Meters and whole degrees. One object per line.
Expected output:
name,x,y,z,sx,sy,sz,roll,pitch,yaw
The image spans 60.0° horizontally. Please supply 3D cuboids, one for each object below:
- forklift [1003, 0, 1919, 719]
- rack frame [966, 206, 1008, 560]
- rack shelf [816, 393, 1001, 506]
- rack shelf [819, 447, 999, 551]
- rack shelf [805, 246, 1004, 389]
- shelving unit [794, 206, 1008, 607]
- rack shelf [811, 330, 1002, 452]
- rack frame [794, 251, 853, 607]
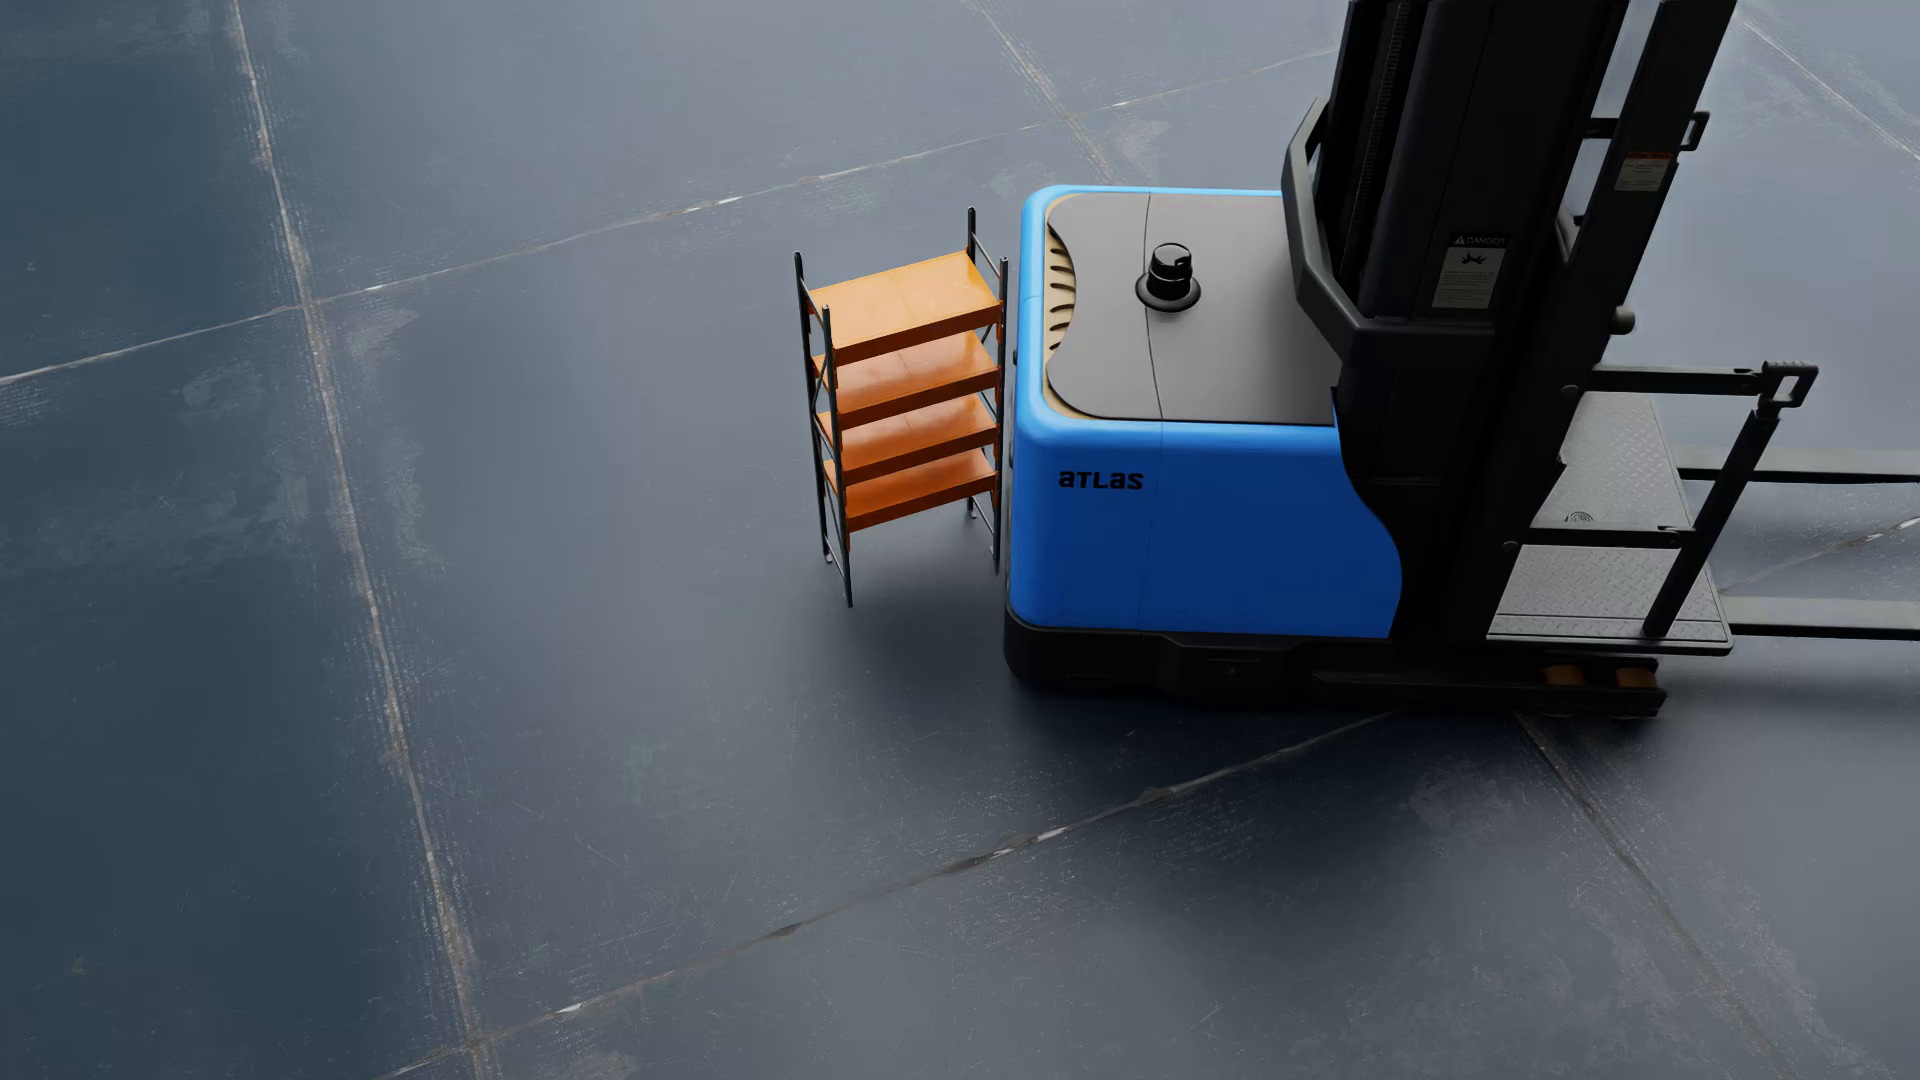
forklift,1.659,-0.853,4.050,3.031,2.935,1.130,2,49,2
rack frame,0.073,-0.413,4.814,0.015,1.200,0.240,-17,52,-14
rack shelf,-0.153,-0.300,4.805,0.480,0.148,0.258,-17,52,-14
rack shelf,-0.153,-0.170,4.956,0.480,0.148,0.258,-17,52,-14
rack shelf,-0.153,-0.599,4.456,0.480,0.148,0.258,-17,52,-14
shelving unit,-0.153,-0.343,4.754,0.503,1.200,0.258,-17,52,-14
rack shelf,-0.153,-0.445,4.635,0.480,0.148,0.258,-17,52,-14
rack frame,-0.379,-0.273,4.694,0.015,1.200,0.240,-17,52,-14
